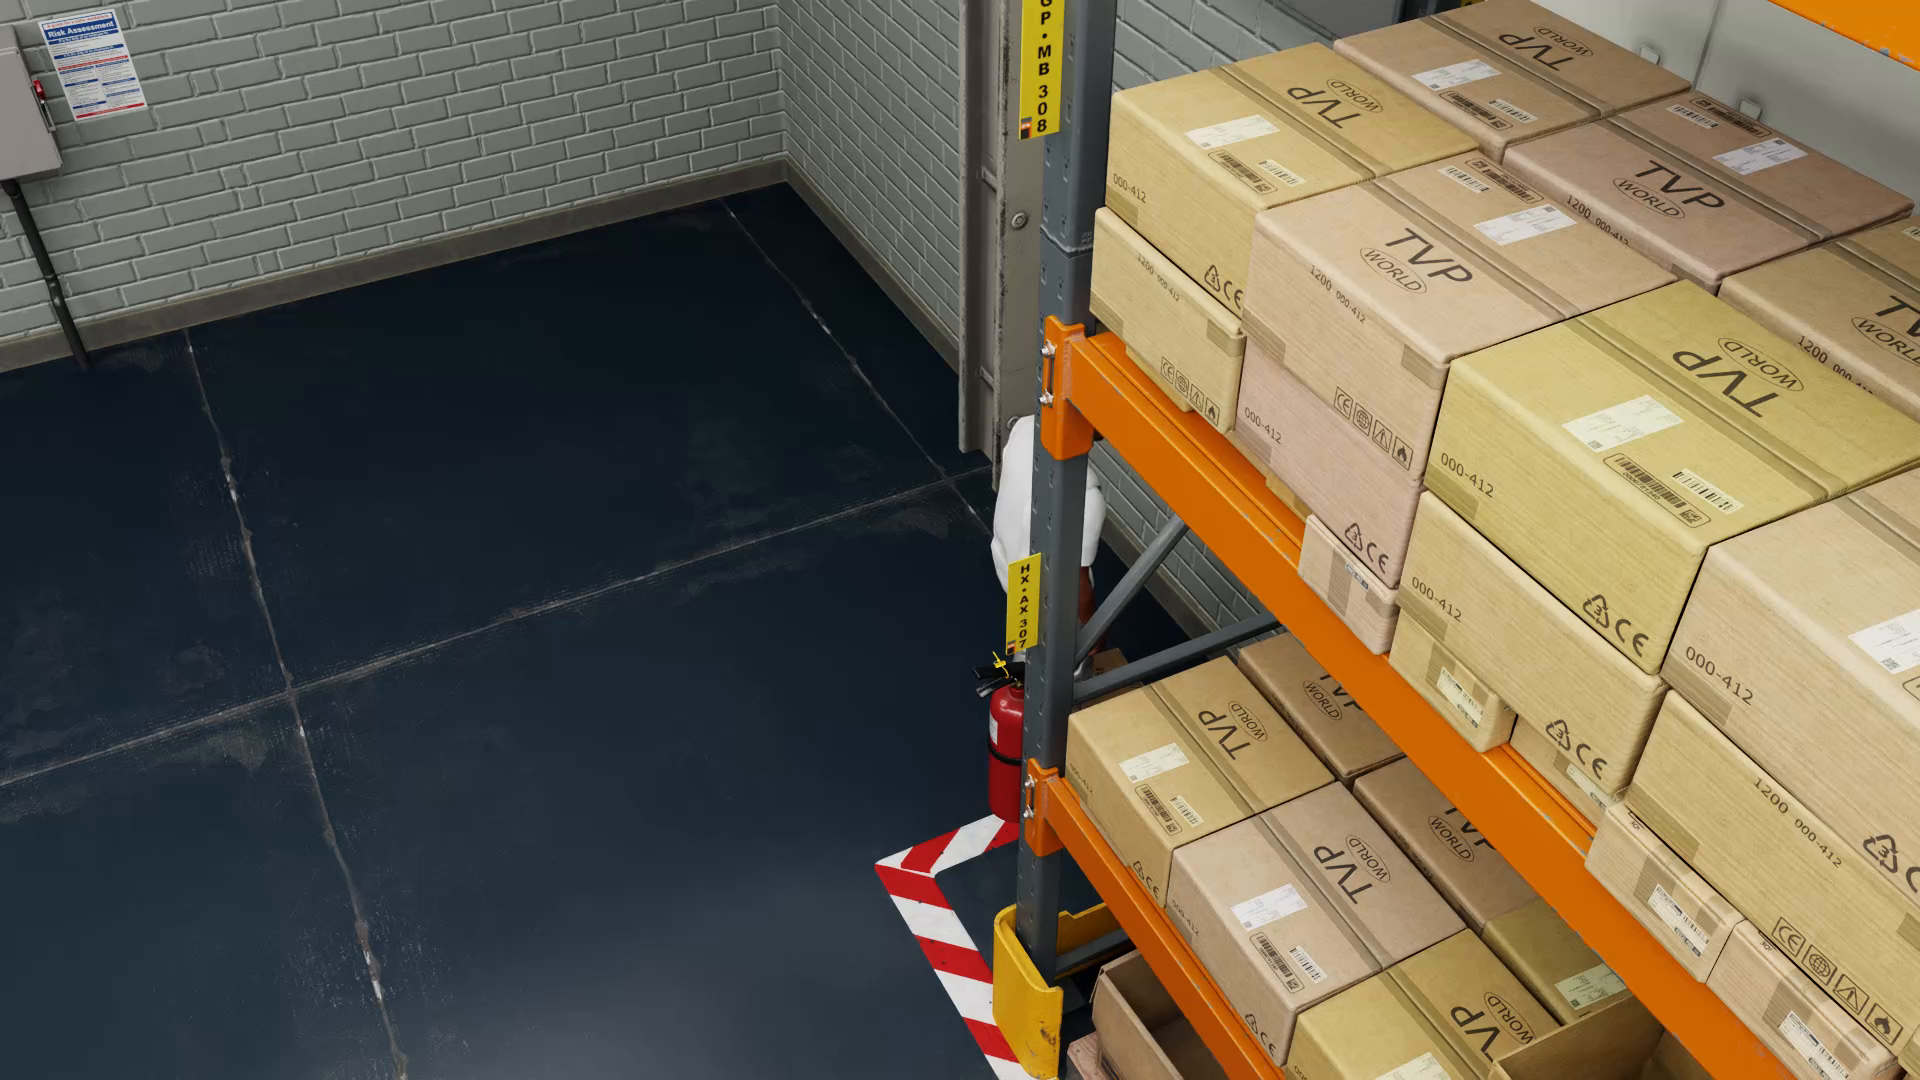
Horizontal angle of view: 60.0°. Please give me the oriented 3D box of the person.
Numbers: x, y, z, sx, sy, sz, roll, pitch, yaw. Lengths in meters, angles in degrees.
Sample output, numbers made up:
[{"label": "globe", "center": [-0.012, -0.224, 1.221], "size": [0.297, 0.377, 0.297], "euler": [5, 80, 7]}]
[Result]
[{"label": "person", "center": [0.364, 0.121, 5.988], "size": [0.354, 1.662, 0.628], "euler": [-13, 43, -15]}]
